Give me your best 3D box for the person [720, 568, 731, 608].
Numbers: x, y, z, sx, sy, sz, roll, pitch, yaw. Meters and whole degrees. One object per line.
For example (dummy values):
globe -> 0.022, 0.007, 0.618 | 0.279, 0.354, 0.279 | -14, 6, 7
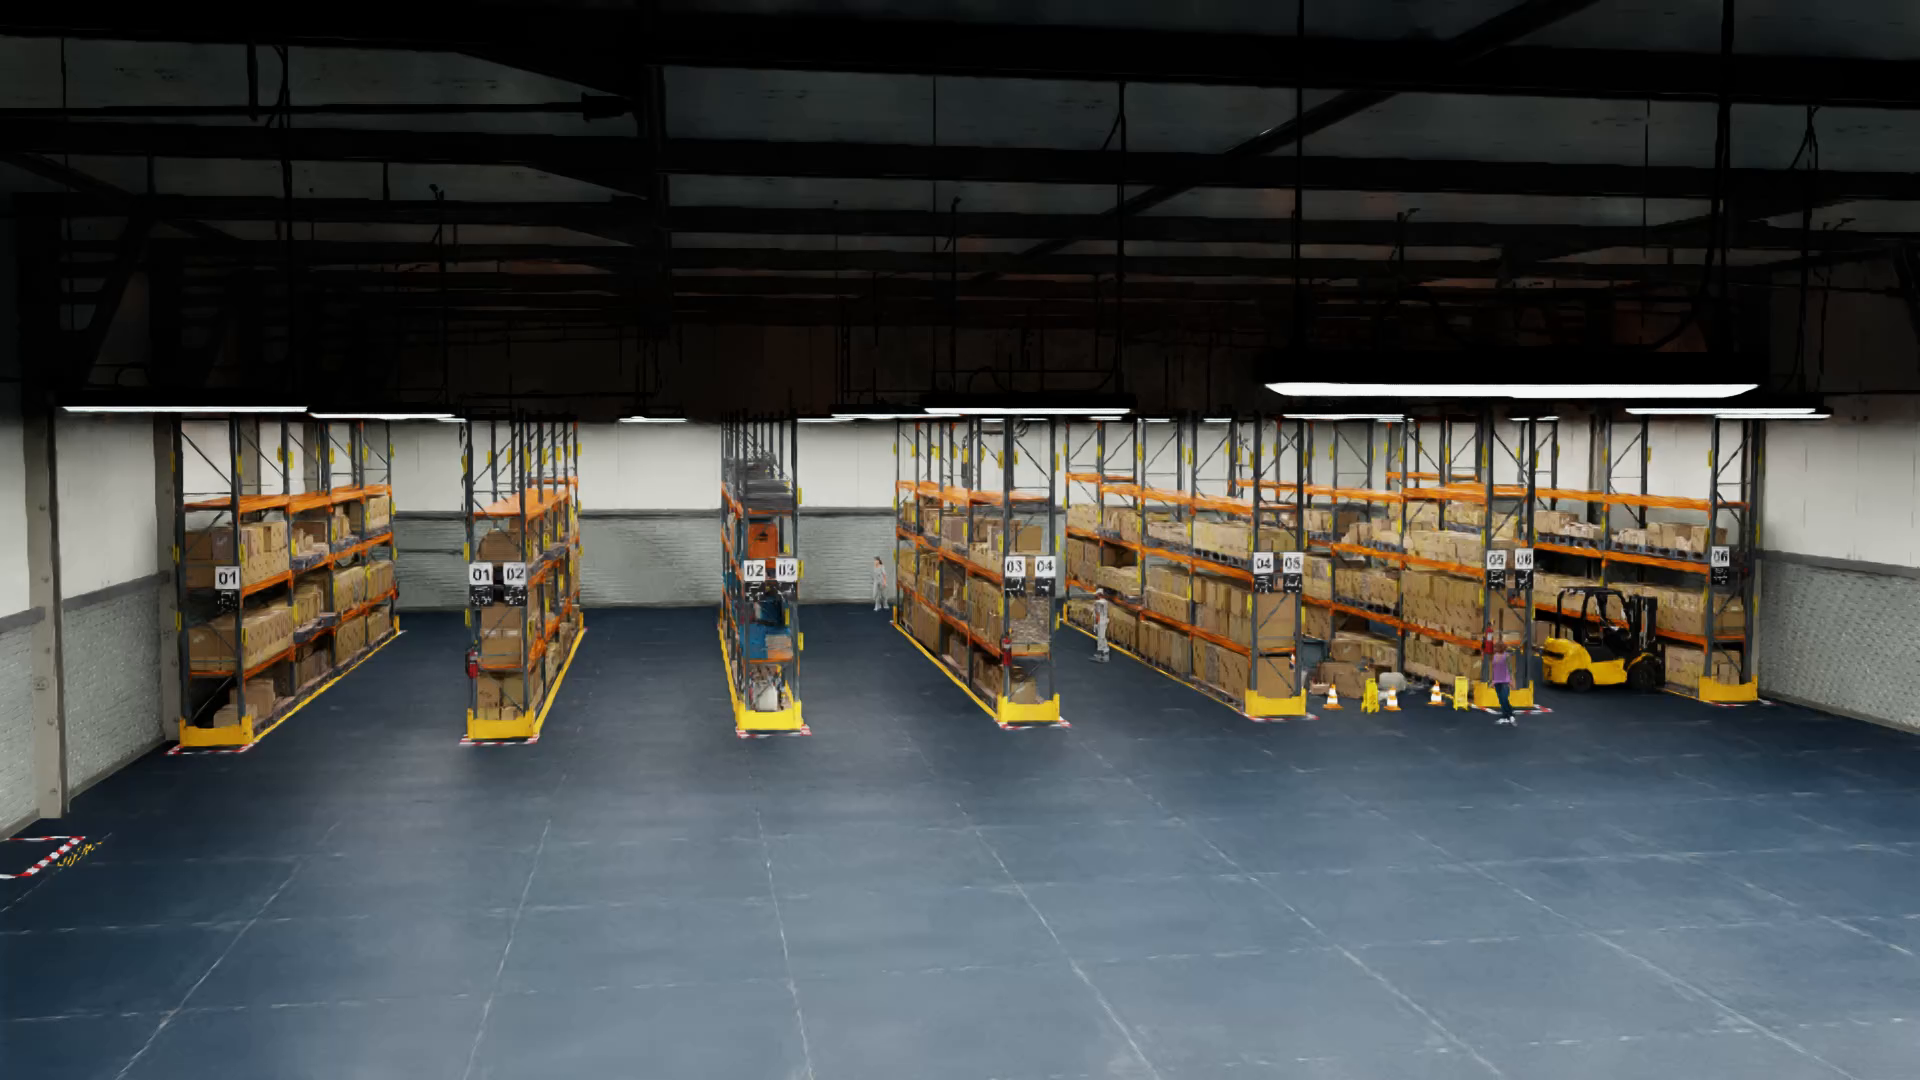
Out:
person -> -6.951, 1.412, 50.244 | 0.505, 1.606, 0.934 | 1, 4, 12

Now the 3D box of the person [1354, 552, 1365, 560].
person -> 13.037, 1.104, 54.182 | 0.453, 1.667, 0.592 | -4, 6, -44

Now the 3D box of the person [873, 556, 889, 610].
person -> -2.459, 1.318, 51.382 | 0.495, 1.658, 0.570 | 2, 4, 27

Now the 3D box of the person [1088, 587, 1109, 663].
person -> 3.340, 2.028, 39.965 | 0.577, 1.785, 0.655 | 1, 4, 19

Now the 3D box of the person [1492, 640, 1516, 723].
person -> 10.367, 2.707, 31.690 | 0.366, 1.592, 0.520 | -3, 5, -32
